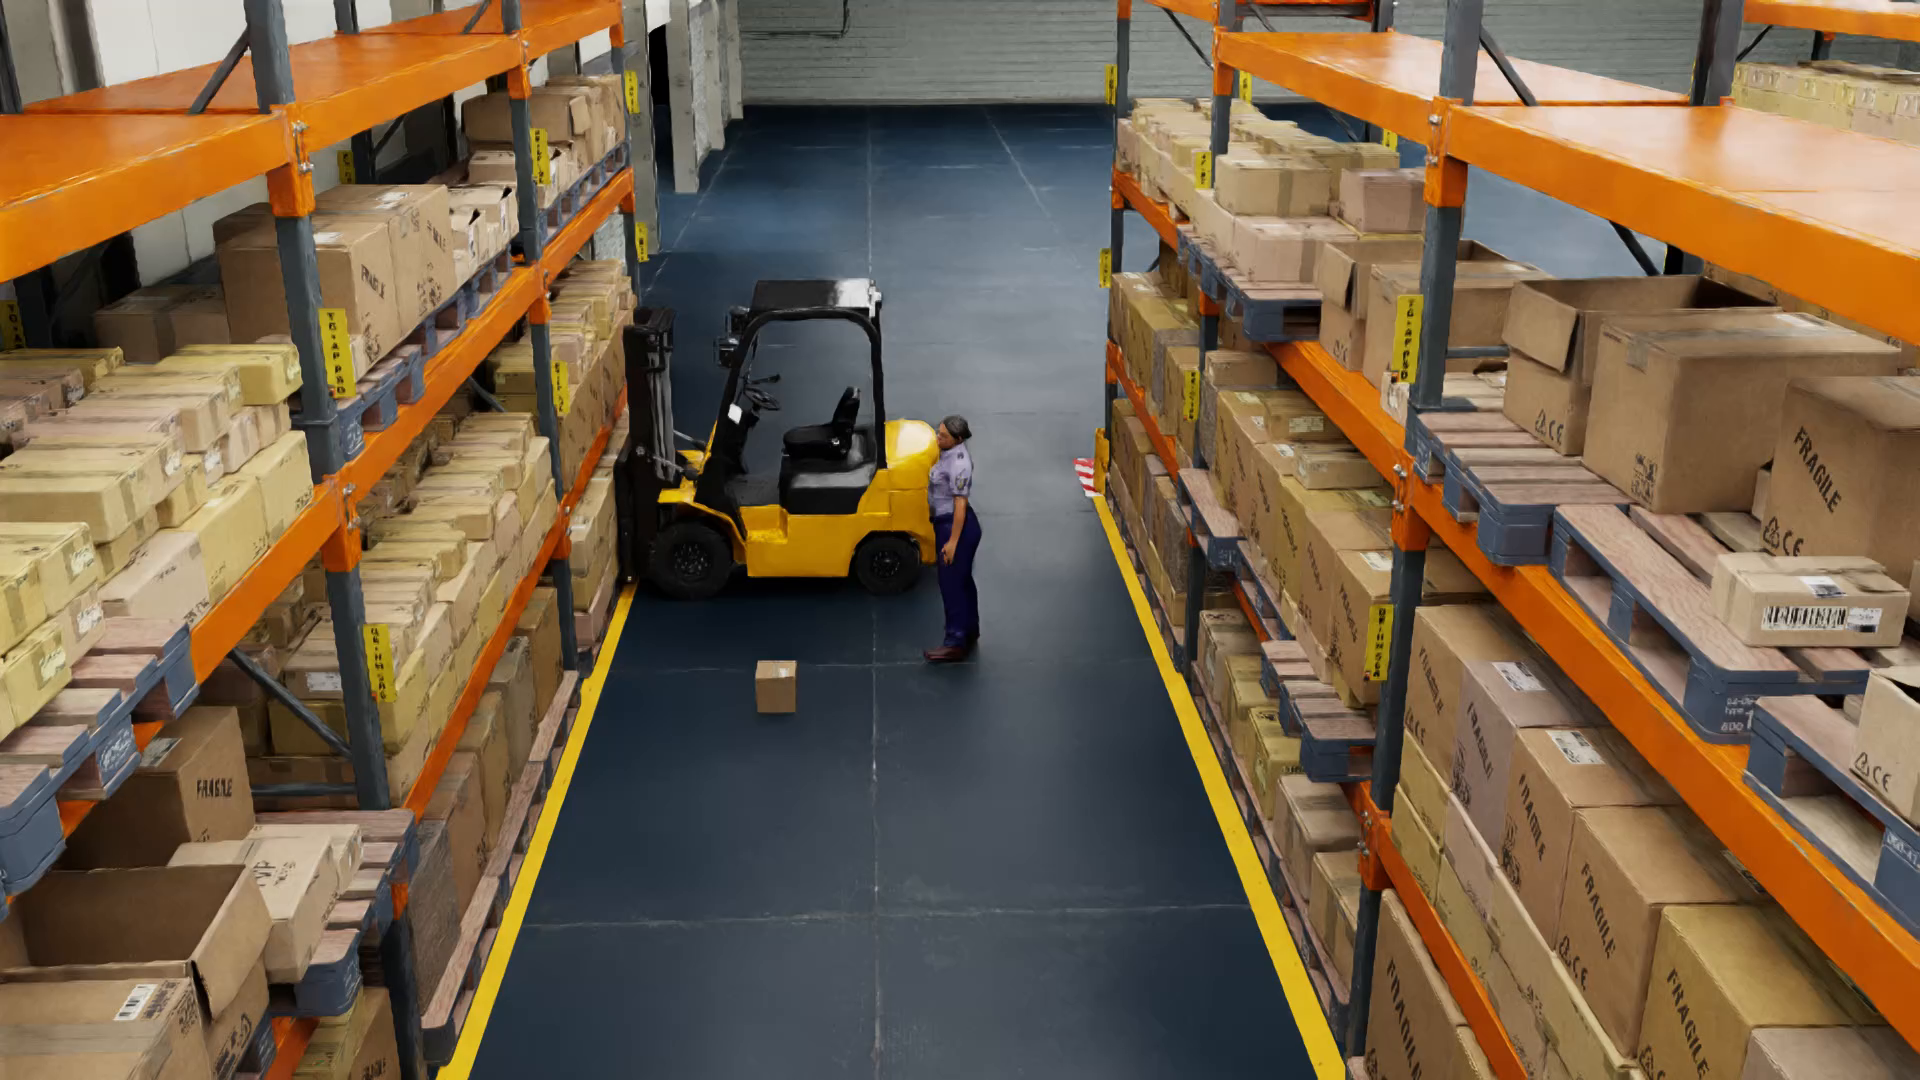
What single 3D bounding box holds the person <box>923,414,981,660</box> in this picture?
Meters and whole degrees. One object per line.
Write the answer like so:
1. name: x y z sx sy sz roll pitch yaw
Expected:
1. person: -0.056 -0.044 11.146 0.401 1.654 0.624 -1 21 -2
